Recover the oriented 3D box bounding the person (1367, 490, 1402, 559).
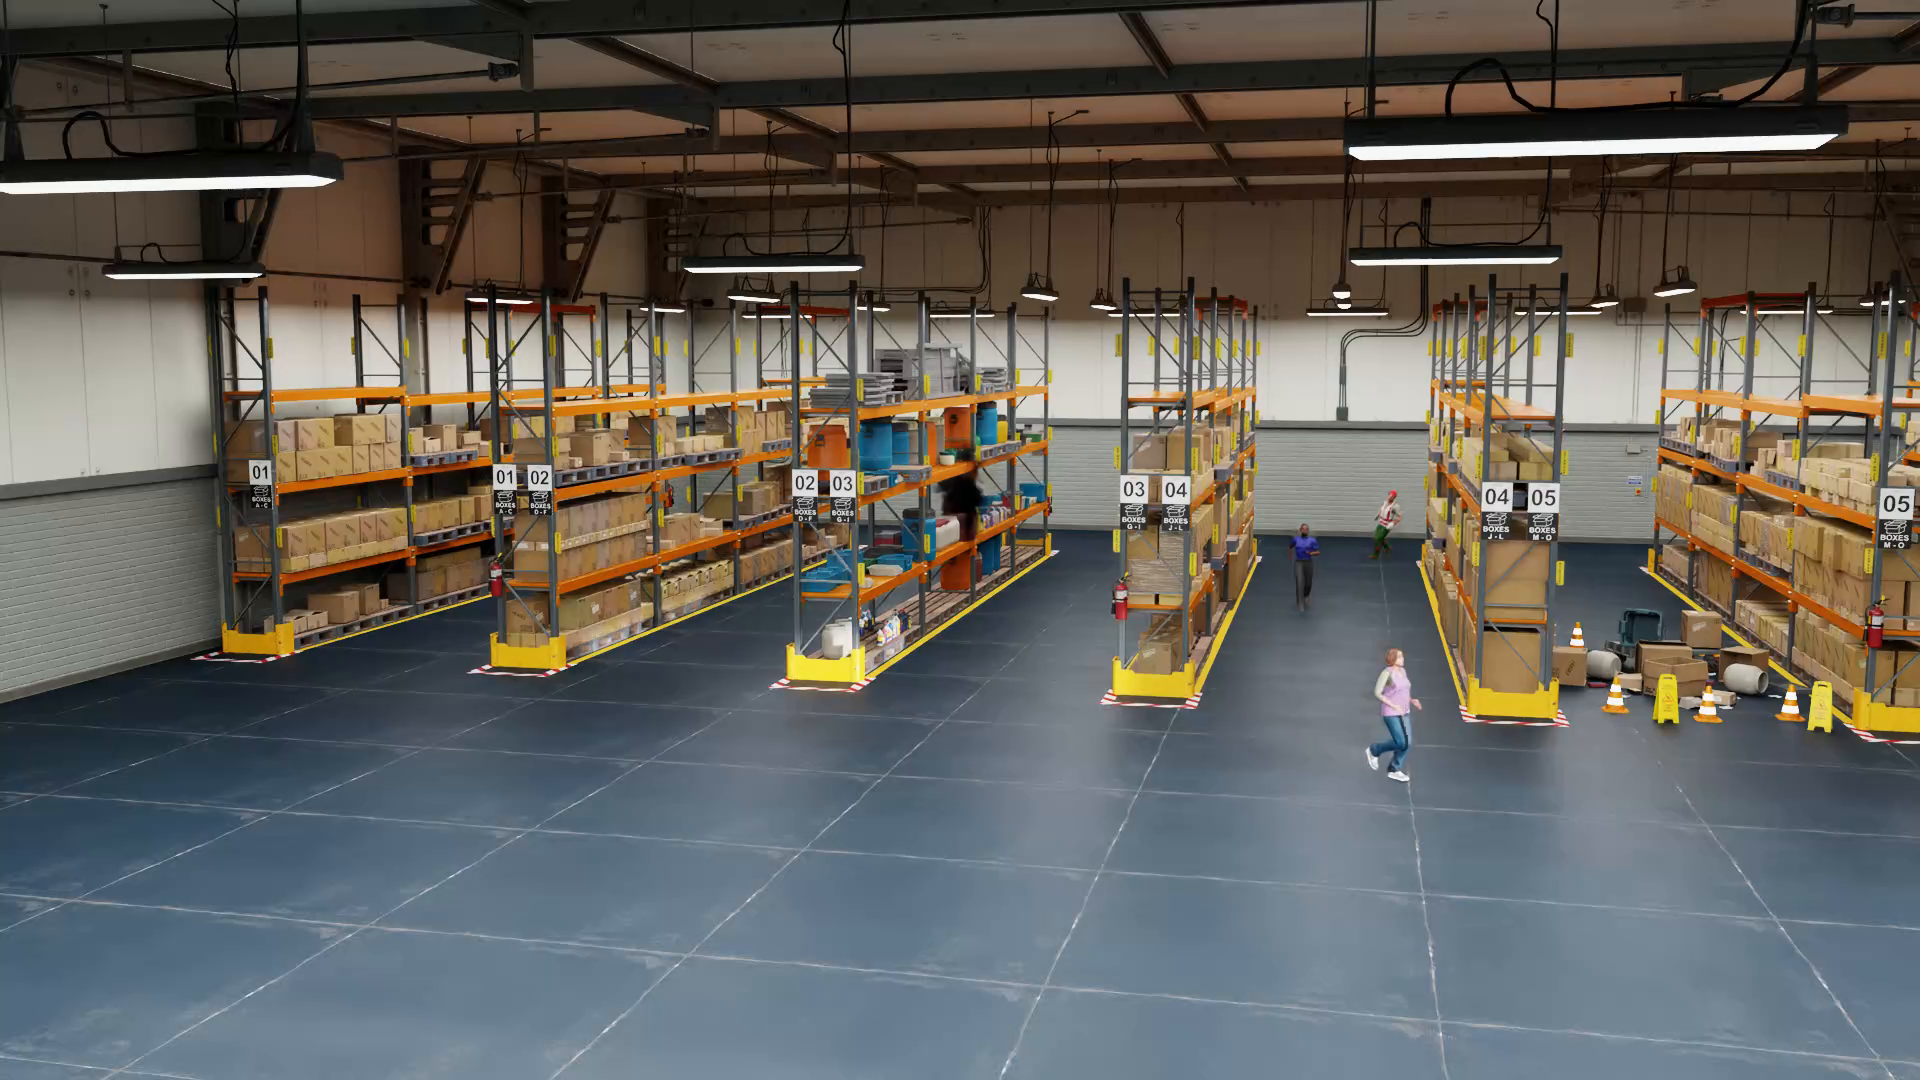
[{"bbox_3d":[10.188,-0.364,39.468,0.680,1.675,0.820,-4,8,-30],"label":"person"}]

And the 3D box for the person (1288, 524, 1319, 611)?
[{"bbox_3d":[6.595,0.507,31.922,0.579,1.626,0.922,1,7,8],"label":"person"}]

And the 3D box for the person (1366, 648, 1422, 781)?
[{"bbox_3d":[5.040,2.016,19.356,0.538,1.547,0.565,-6,9,-42],"label":"person"}]
